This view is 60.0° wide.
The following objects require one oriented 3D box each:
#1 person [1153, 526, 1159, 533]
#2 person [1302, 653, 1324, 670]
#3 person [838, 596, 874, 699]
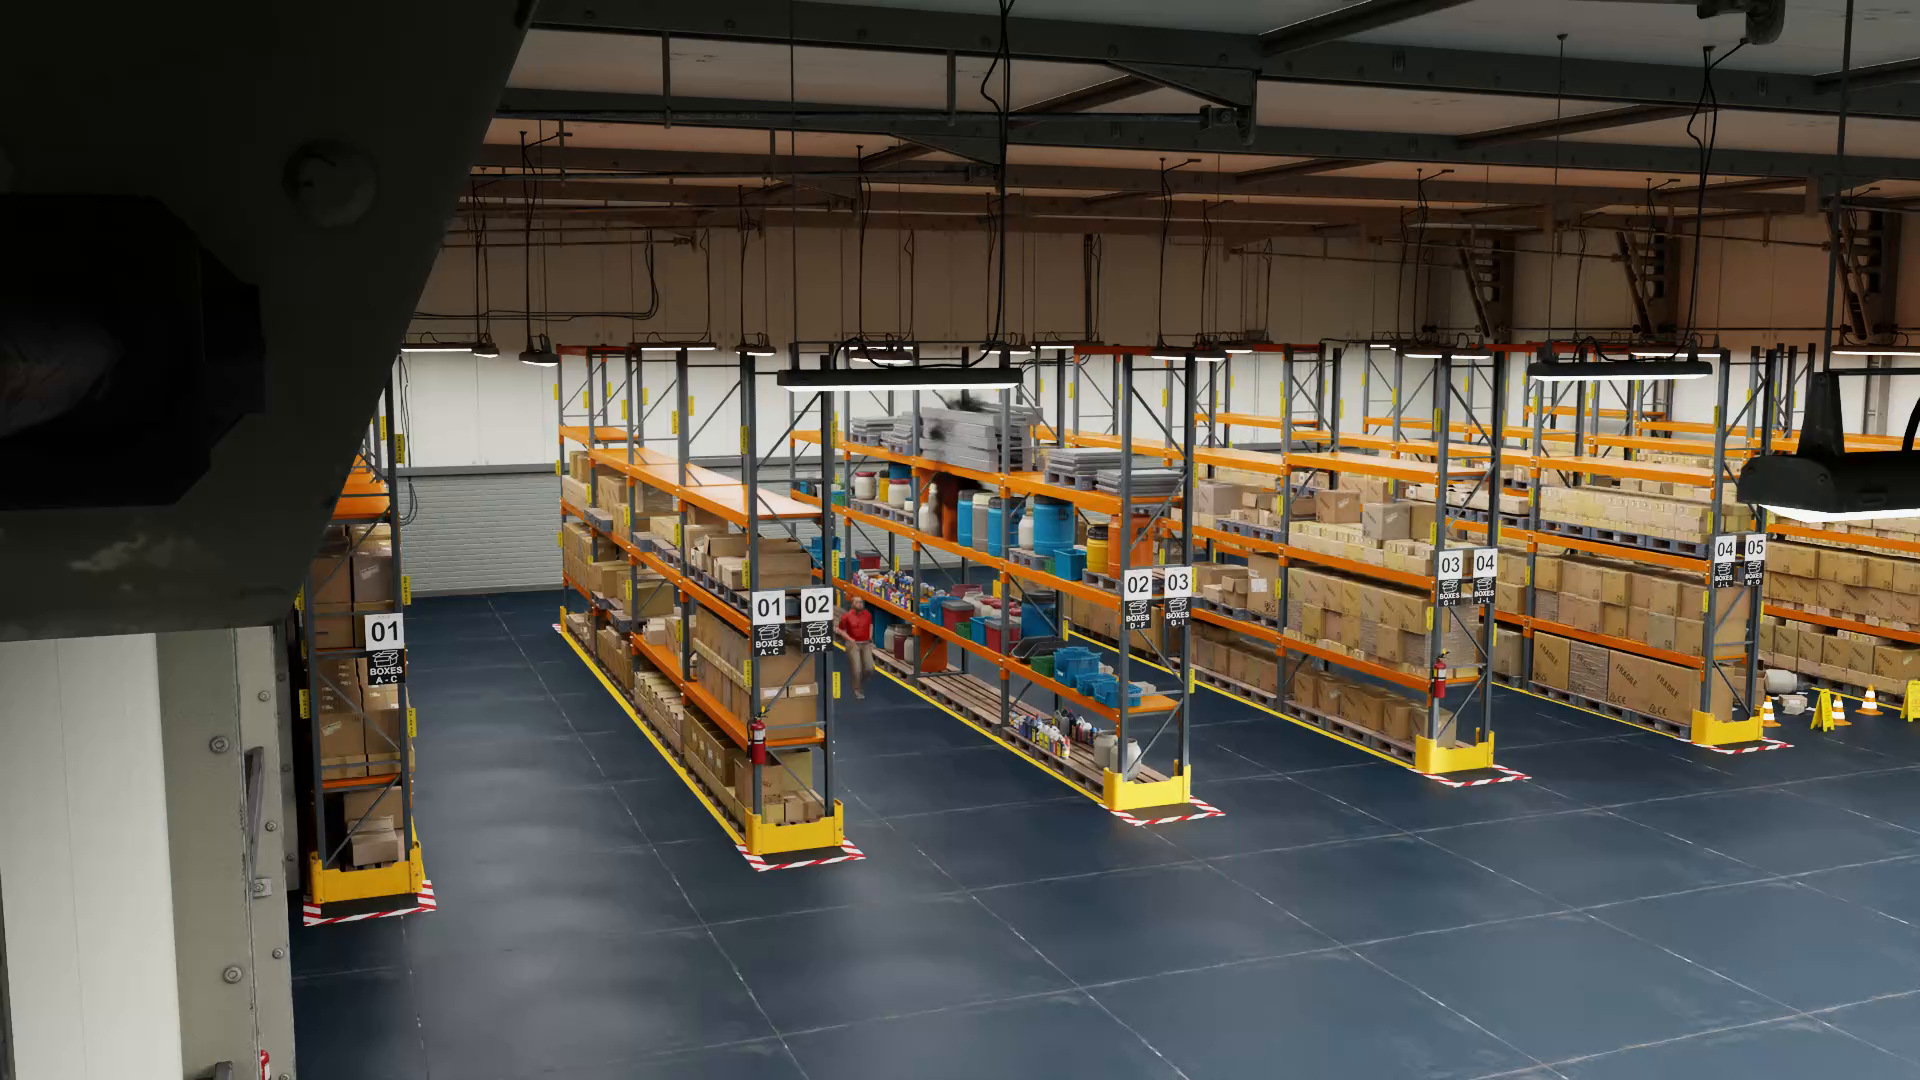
[{"bbox_3d":[4.714,0.410,40.675,0.585,1.528,0.621,5,9,36],"label":"person"},{"bbox_3d":[6.635,1.619,30.765,0.585,1.736,0.729,-4,8,-26],"label":"person"},{"bbox_3d":[-1.646,1.804,27.171,0.640,1.653,0.535,-4,8,-28],"label":"person"}]
